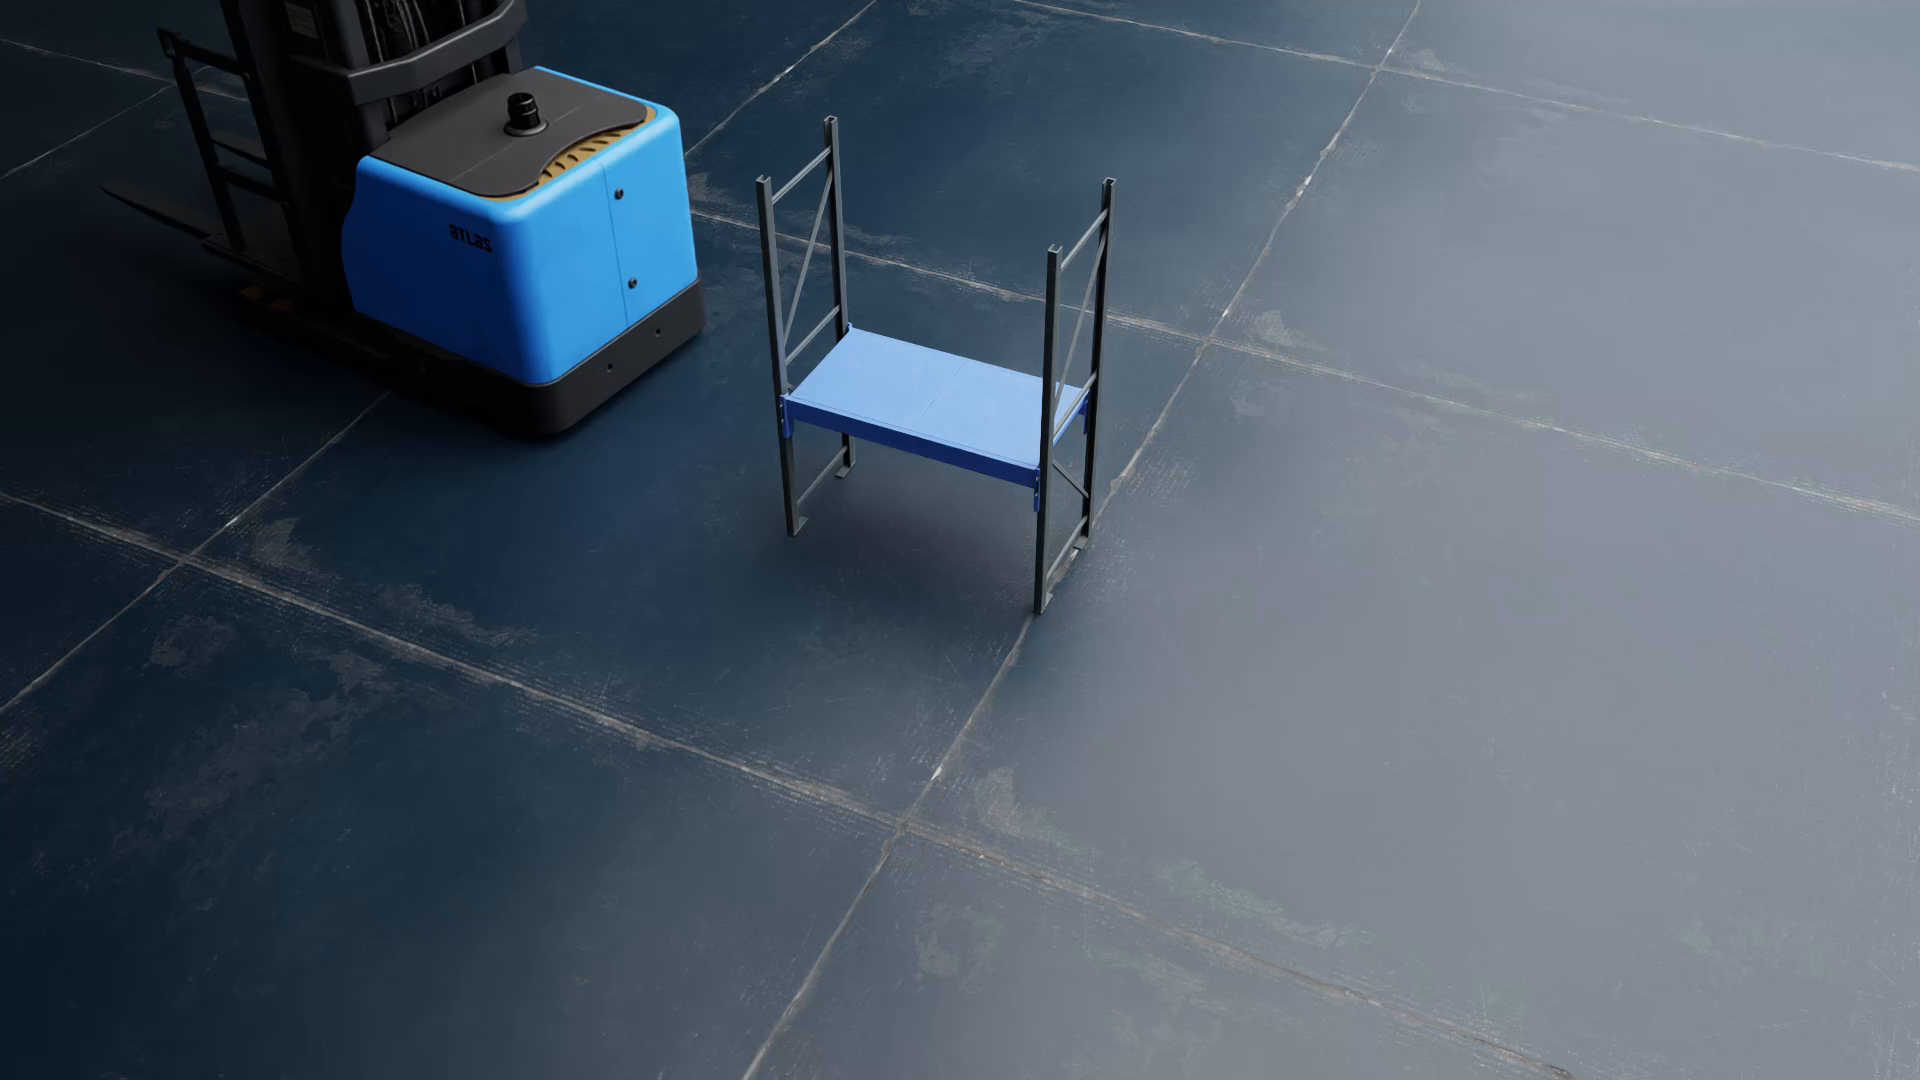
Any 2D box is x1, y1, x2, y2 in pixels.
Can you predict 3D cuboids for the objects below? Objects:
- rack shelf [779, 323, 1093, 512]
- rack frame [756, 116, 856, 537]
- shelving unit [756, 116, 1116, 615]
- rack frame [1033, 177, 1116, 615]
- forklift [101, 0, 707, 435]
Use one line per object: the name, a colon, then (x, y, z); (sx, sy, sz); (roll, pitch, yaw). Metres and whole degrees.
rack shelf: (-0.077, -0.454, 5.953); (1.000, 0.185, 0.538); (17, 44, 19)
rack frame: (-0.538, -0.731, 5.998); (0.032, 1.500, 0.500); (17, 44, 19)
shelving unit: (-0.077, -0.590, 5.835); (1.048, 1.500, 0.538); (17, 44, 19)
rack frame: (0.383, -0.450, 5.673); (0.032, 1.500, 0.500); (17, 44, 19)
forklift: (-2.628, -2.271, 6.682); (3.031, 2.935, 1.130); (23, 46, 24)
